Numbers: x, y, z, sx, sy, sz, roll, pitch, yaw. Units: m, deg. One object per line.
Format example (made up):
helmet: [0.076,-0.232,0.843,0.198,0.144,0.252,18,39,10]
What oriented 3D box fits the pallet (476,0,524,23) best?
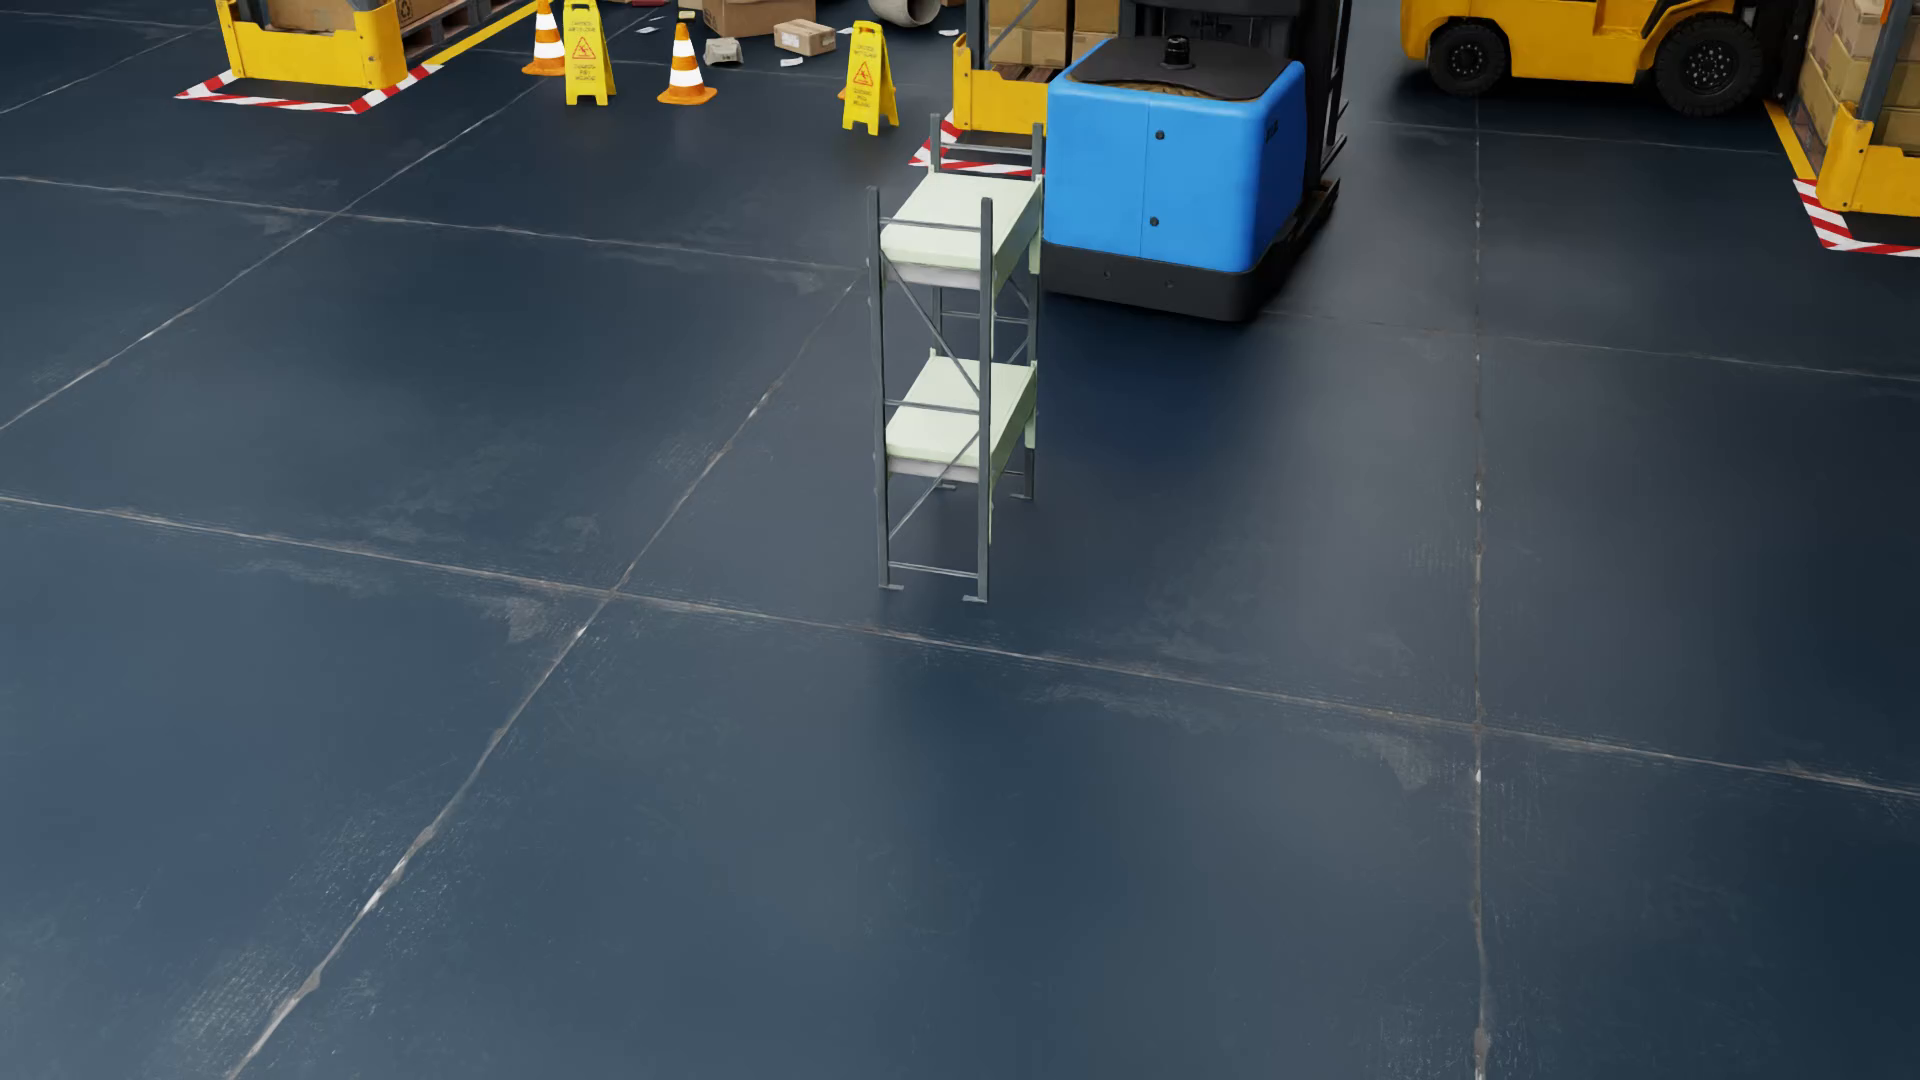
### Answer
pallet: [-3.841,-4.269,12.769,1.003,0.211,1.213,8,33,12]

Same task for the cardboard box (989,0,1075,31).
cardboard box: [0.485,-3.552,10.515,0.500,0.500,0.500,8,33,13]

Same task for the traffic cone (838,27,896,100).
traffic cone: [-0.604,-3.096,10.689,0.336,0.463,0.334,8,33,12]

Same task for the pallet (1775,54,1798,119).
pallet: [5.802,-2.951,10.695,1.003,0.211,1.213,8,33,12]

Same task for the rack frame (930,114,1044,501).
rack frame: [0.091,-0.819,6.141,0.400,1.500,0.023,8,33,12]

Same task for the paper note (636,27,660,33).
paper note: [-2.250,-3.697,12.038,0.144,0.017,0.142,20,38,29]

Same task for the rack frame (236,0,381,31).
rack frame: [-4.279,-4.389,10.358,1.000,3.000,0.127,8,33,12]

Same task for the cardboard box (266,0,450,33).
cardboard box: [-4.171,-4.031,11.384,0.875,0.875,0.875,8,33,13]

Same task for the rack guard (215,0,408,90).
rack guard: [-4.286,-3.322,11.009,1.175,0.500,0.348,8,33,12]

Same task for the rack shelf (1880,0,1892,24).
rack shelf: [5.844,-3.828,10.146,1.077,0.370,4.000,8,33,12]

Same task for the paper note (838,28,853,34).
paper note: [-0.791,-3.692,12.040,0.148,0.019,0.142,20,38,29]

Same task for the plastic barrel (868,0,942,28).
plastic barrel: [-0.406,-3.959,12.082,0.421,0.421,0.512,-21,38,-29]

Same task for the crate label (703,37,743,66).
crate label: [-1.625,-3.350,11.391,0.250,0.136,0.298,-8,33,-13]

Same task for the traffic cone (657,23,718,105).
traffic cone: [-1.764,-3.071,10.649,0.336,0.463,0.334,8,33,12]

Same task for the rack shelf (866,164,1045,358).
rack shelf: [-0.002,-0.959,5.633,0.431,0.370,0.720,8,33,12]

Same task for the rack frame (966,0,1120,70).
rack frame: [0.534,-3.768,9.381,1.000,3.000,0.127,8,33,12]

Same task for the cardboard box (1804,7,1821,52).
cardboard box: [5.406,-3.146,10.109,0.500,0.250,0.500,7,33,11]

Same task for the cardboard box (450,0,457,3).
cardboard box: [-3.950,-4.488,12.102,0.875,0.875,0.875,8,33,12]

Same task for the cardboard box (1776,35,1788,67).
cardboard box: [5.531,-3.185,10.636,0.500,0.250,0.500,9,34,14]

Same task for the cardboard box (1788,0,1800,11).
cardboard box: [5.536,-3.406,10.517,0.500,0.250,0.500,8,33,12]

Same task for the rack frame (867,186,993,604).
rack frame: [-0.095,-0.440,5.543,0.400,1.500,0.023,8,33,12]

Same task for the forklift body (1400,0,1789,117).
forklift body: [4.053,-3.968,10.487,2.313,2.155,1.214,8,33,12]

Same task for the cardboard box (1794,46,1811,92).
cardboard box: [5.421,-2.913,10.207,0.500,0.250,0.500,8,33,13]

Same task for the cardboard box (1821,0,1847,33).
cardboard box: [5.275,-3.080,9.538,0.500,0.250,0.500,9,33,13]

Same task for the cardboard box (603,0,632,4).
cardboard box: [-2.666,-4.466,12.807,0.500,0.500,0.500,14,35,21]

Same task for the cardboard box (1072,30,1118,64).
cardboard box: [1.006,-3.166,10.605,0.500,0.250,0.500,8,33,12]

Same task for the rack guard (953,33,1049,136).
rack guard: [0.553,-2.752,10.114,1.175,0.500,0.348,8,33,12]

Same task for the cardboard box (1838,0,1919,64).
cardboard box: [5.152,-2.814,9.120,0.500,0.250,0.500,9,34,14]

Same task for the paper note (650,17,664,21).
paper note: [-2.245,-3.863,12.316,0.032,0.001,0.123,28,42,36]

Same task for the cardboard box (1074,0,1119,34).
cardboard box: [1.012,-3.494,10.423,0.500,0.500,0.500,7,33,11]

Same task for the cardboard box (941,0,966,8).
cardboard box: [-0.039,-4.419,12.733,0.500,0.500,0.500,-21,38,-29]

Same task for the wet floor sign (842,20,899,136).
wet floor sign: [-0.549,-2.821,10.087,0.267,0.644,0.232,20,38,29]

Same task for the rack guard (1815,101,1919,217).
rack guard: [5.330,-2.027,8.972,1.175,0.500,0.348,8,33,12]

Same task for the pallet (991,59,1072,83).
pallet: [0.794,-3.047,10.847,1.003,0.211,1.213,8,33,12]

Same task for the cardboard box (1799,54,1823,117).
cardboard box: [5.285,-2.654,9.801,0.500,0.250,0.500,8,33,12]

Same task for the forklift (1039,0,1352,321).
forklift: [1.428,-3.028,8.281,1.130,2.935,3.031,13,35,19]

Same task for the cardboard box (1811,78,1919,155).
cardboard box: [5.150,-2.398,9.397,0.500,0.250,0.500,8,33,13]

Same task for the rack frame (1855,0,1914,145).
rack frame: [5.336,-3.094,8.321,1.000,3.000,0.127,8,33,12]

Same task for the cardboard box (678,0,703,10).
cardboard box: [-1.919,-4.168,12.560,0.396,0.266,0.258,14,35,21]

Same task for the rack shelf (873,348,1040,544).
rack shelf: [-0.002,-0.354,6.017,0.431,0.370,0.720,8,33,12]

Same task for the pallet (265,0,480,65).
pallet: [-4.152,-3.638,11.776,1.003,0.211,1.213,8,33,12]

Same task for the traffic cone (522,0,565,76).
traffic cone: [-2.771,-3.401,11.168,0.336,0.463,0.334,8,33,12]

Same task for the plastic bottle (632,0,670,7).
plastic bottle: [-2.345,-4.097,12.637,0.283,0.061,0.133,-3,33,-4]

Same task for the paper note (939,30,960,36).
paper note: [-0.079,-3.661,11.980,0.142,0.019,0.148,-3,33,-4]

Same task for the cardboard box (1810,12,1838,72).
cardboard box: [5.295,-2.876,9.683,0.500,0.250,0.500,8,33,12]

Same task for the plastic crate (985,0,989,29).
plastic crate: [0.358,-3.908,12.323,0.402,0.080,0.583,-3,33,-4]

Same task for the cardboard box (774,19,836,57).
cardboard box: [-1.087,-3.520,11.648,0.380,0.149,0.250,28,42,36]

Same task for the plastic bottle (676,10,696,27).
plastic bottle: [-2.013,-3.848,12.245,0.133,0.061,0.283,-3,33,-4]

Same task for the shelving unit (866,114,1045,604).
shelving unit: [-0.002,-0.629,5.842,0.431,1.500,0.755,8,33,12]

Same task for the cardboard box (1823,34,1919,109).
cardboard box: [5.157,-2.617,9.276,0.500,0.250,0.500,8,33,12]

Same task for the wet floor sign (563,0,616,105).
wet floor sign: [-2.372,-3.111,10.542,0.267,0.644,0.232,3,33,4]

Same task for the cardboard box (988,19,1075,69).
cardboard box: [0.485,-3.253,10.743,0.500,0.250,0.500,8,33,12]

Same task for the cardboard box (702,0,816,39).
cardboard box: [-1.469,-3.970,12.027,0.797,0.503,0.637,-14,35,-21]

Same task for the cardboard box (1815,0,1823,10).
cardboard box: [5.394,-3.343,9.952,0.500,0.250,0.500,8,33,13]

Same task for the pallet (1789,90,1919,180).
pallet: [5.490,-2.320,9.702,1.003,0.211,1.213,8,33,12]

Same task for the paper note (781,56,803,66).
paper note: [-1.151,-3.276,11.375,0.148,0.019,0.142,-3,33,-4]
